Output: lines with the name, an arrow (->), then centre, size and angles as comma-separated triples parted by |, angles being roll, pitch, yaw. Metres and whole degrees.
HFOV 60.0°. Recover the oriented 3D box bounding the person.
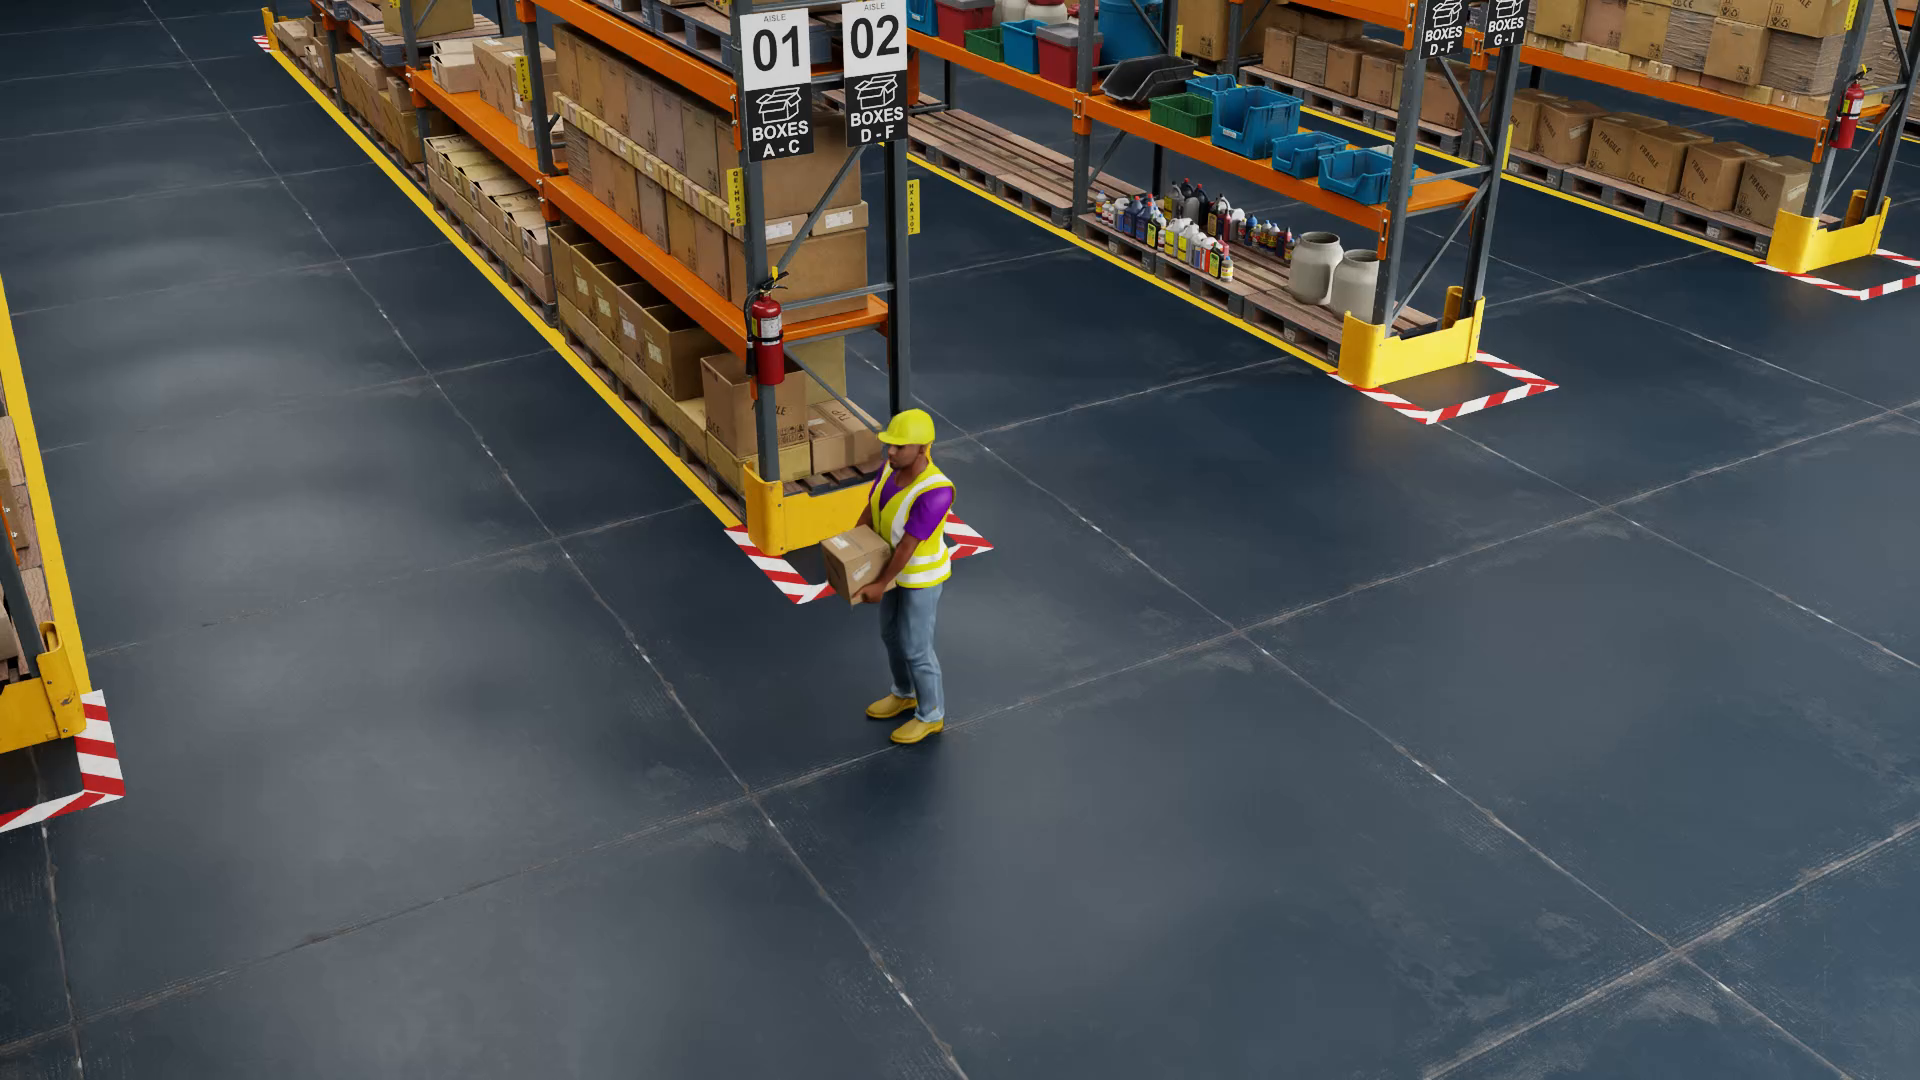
person -> -0.336, 0.195, 8.187 | 0.568, 1.763, 0.505 | -16, 33, -27
